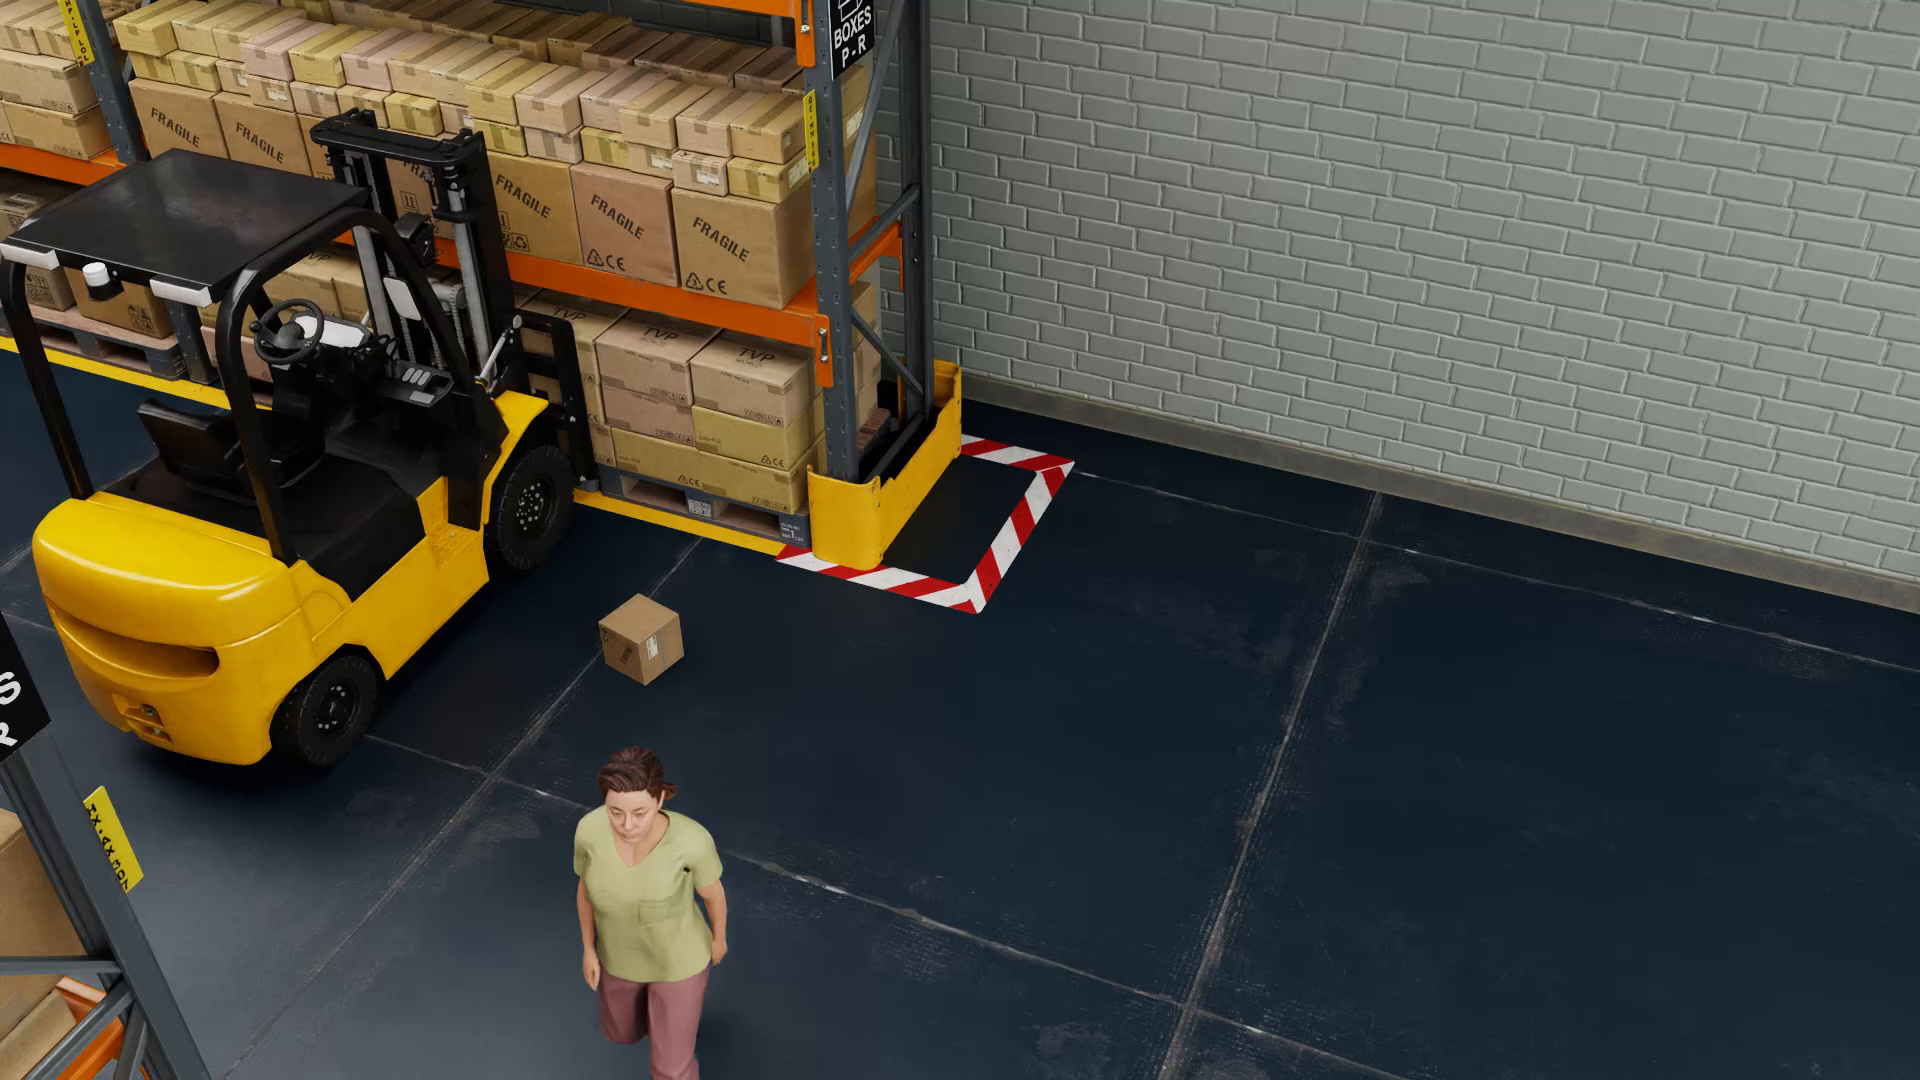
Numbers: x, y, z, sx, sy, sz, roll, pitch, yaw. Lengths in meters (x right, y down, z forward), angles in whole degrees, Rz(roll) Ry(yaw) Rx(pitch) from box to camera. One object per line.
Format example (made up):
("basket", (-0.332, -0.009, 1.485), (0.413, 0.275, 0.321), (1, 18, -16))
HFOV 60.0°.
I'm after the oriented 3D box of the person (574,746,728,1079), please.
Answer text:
("person", (-0.936, 1.245, 5.182), (0.443, 1.644, 0.790), (8, 38, 10))
